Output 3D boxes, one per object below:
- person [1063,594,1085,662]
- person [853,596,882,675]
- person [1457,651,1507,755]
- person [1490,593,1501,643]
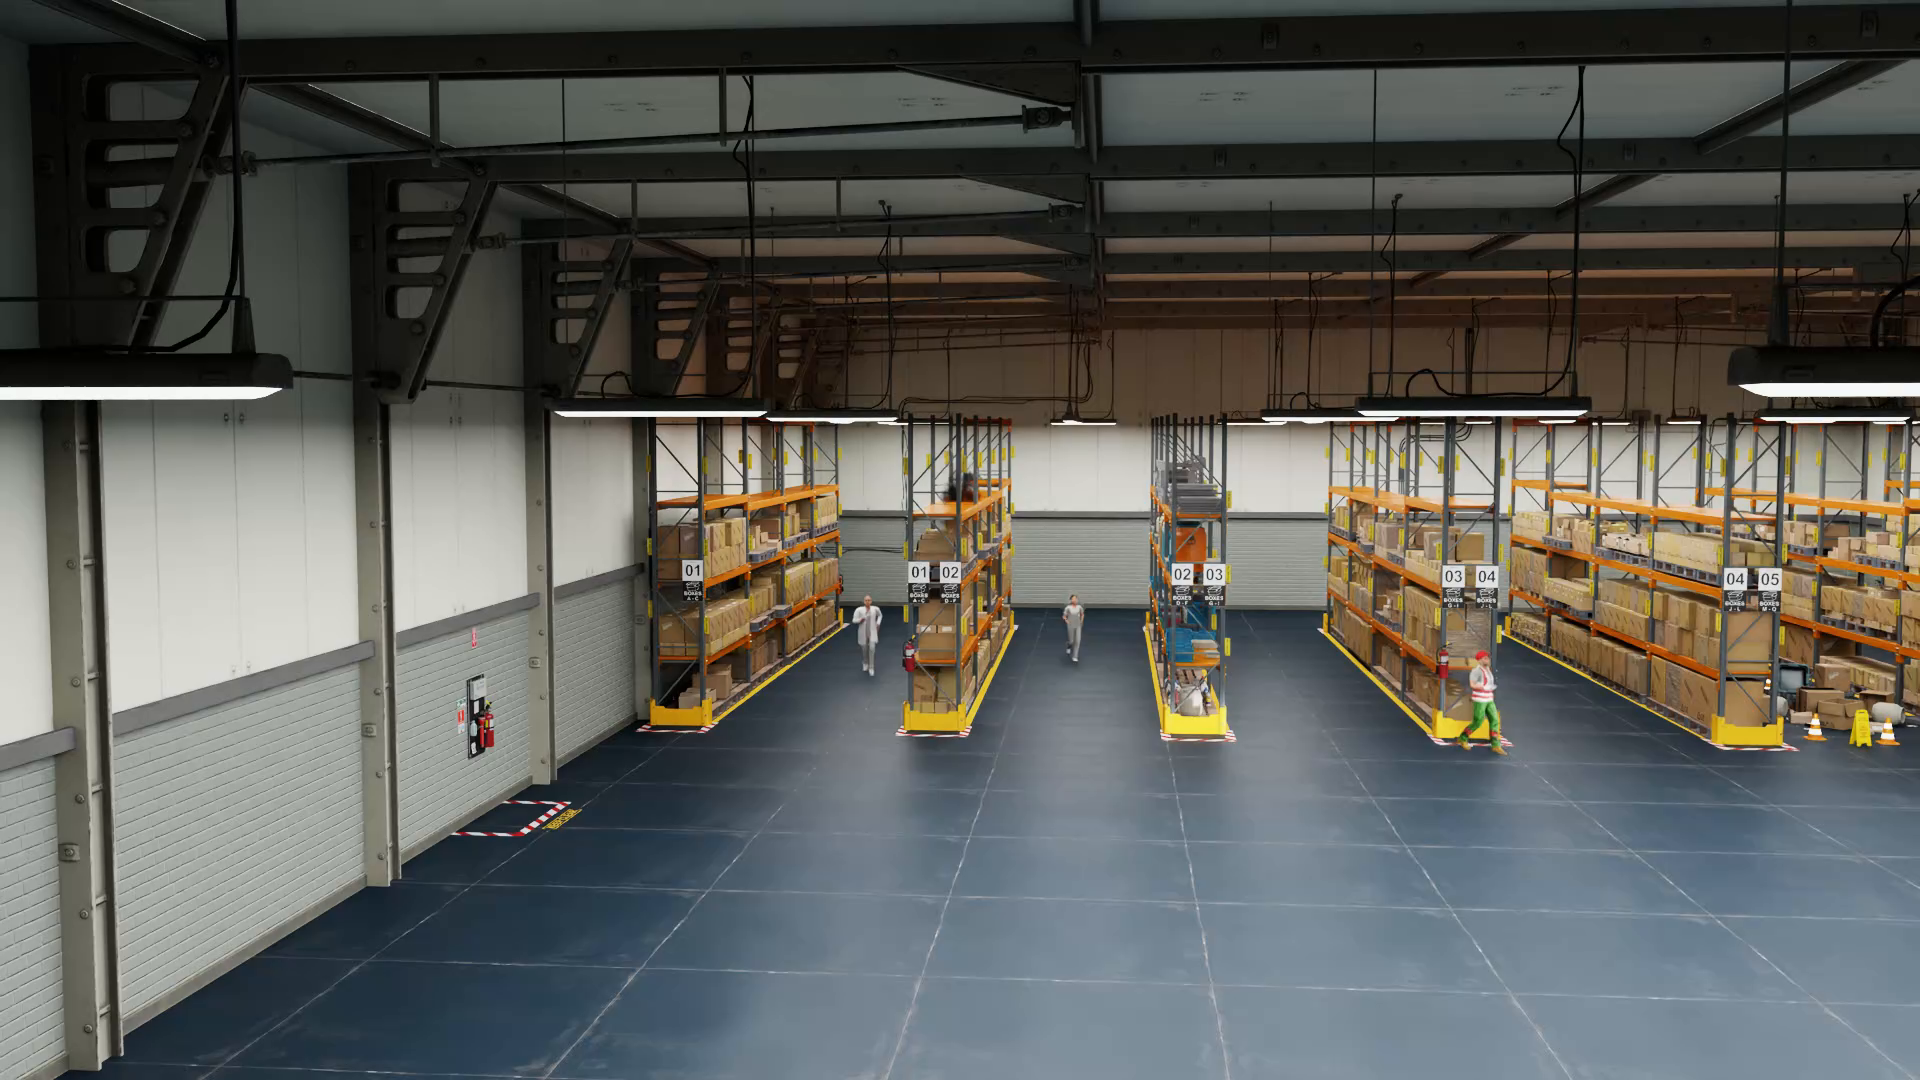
[{"bbox_3d":[2.809,2.153,40.931,0.564,1.637,0.764,-1,4,-9],"label":"person"},{"bbox_3d":[-2.150,2.196,38.680,0.698,1.794,0.969,0,4,-5],"label":"person"},{"bbox_3d":[9.169,2.844,29.169,0.659,1.805,0.879,-3,5,-41],"label":"person"},{"bbox_3d":[13.747,1.913,43.354,0.675,1.832,0.931,1,4,10],"label":"person"}]
